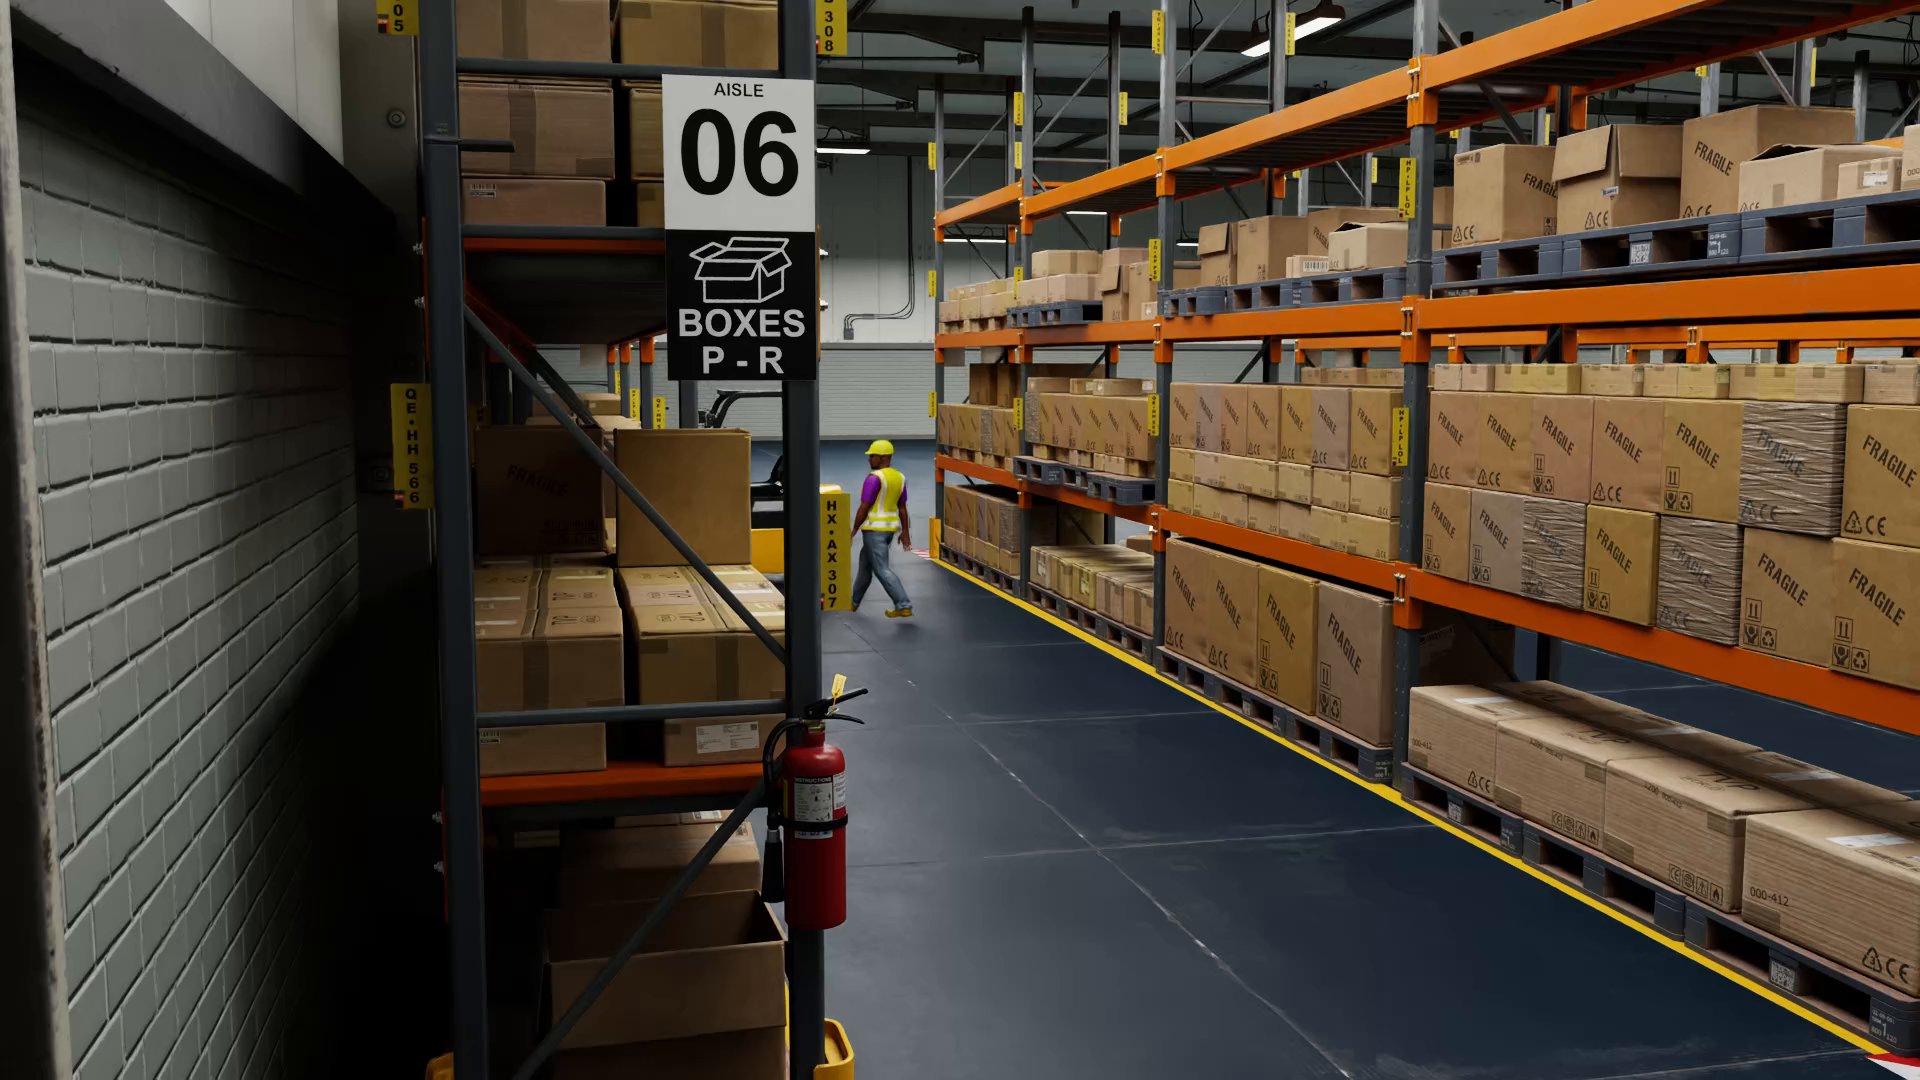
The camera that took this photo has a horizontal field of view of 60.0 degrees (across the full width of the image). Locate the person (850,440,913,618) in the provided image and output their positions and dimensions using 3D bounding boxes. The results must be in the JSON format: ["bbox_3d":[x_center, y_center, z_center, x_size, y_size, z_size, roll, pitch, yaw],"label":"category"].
[{"bbox_3d":[-0.863,-0.112,16.042,1.074,1.703,0.597,3,7,29],"label":"person"}]
